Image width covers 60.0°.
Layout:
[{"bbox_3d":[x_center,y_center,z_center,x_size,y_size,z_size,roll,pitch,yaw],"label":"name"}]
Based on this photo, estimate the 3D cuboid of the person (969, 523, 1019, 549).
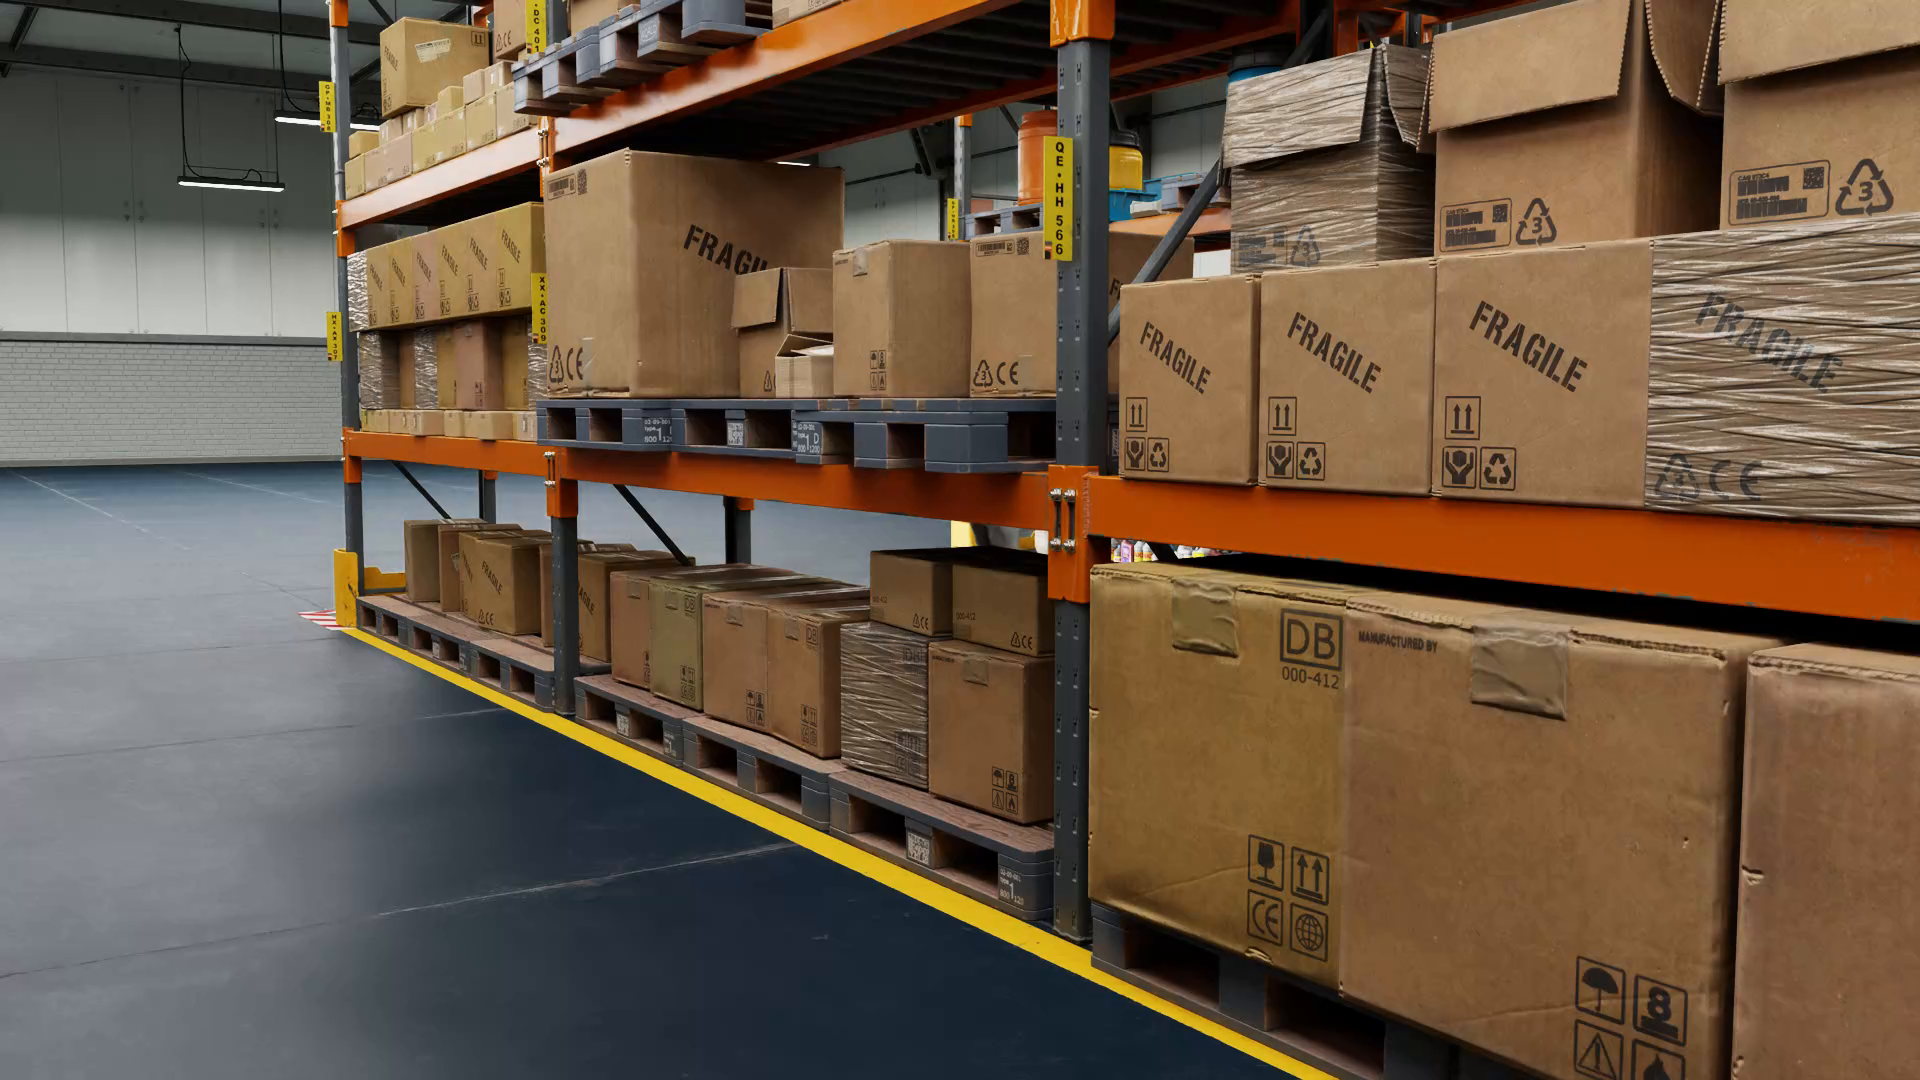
[{"bbox_3d":[0.253,-0.195,10.254,0.562,1.687,0.461,-3,6,-34],"label":"person"}]
